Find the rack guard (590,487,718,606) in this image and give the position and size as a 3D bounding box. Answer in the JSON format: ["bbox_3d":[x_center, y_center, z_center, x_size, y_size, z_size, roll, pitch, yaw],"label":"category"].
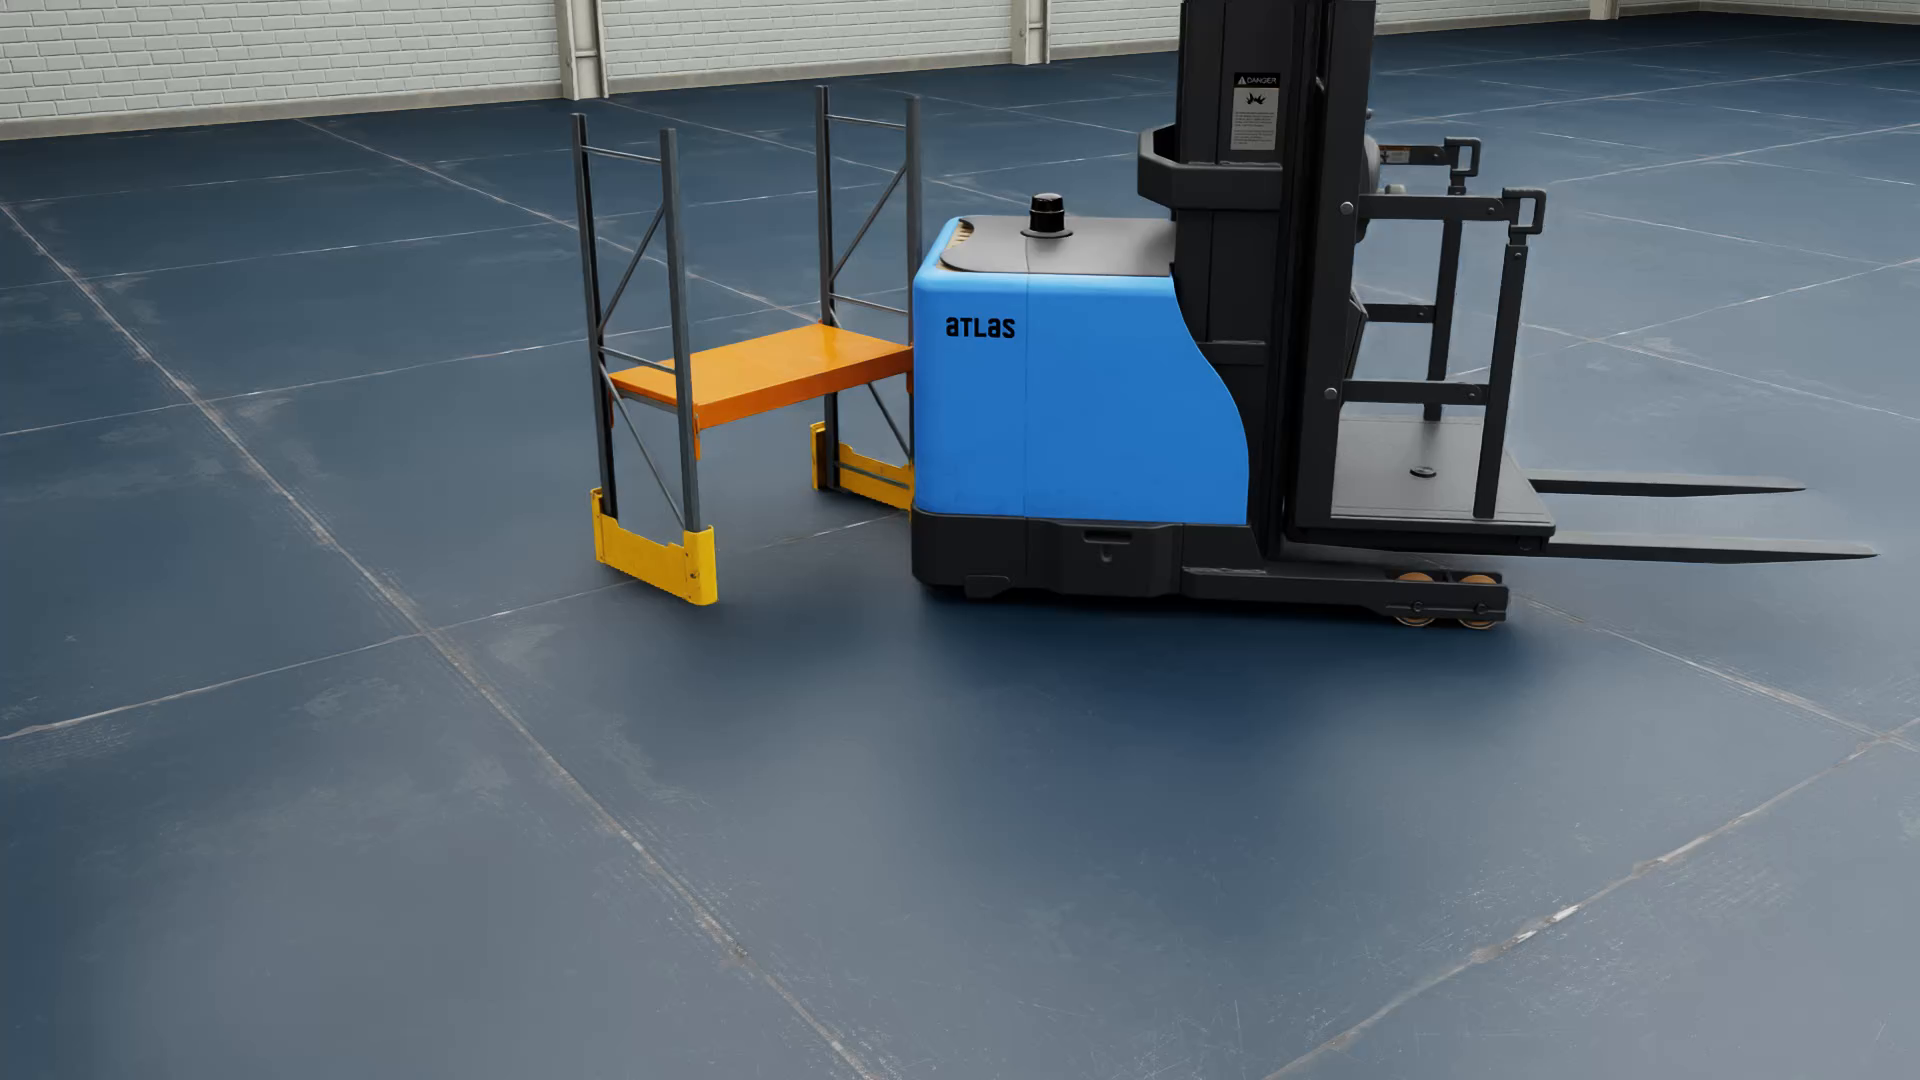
[{"bbox_3d":[-1.021,0.014,5.524,0.587,0.250,0.087,19,29,40],"label":"rack guard"}]

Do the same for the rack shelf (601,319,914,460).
[{"bbox_3d":[-0.672,-0.536,5.701,0.538,0.185,1.000,19,29,40],"label":"rack shelf"}]

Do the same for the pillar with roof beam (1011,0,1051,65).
[{"bbox_3d":[3.398,-8.898,16.054,0.400,9.000,9.100,-15,26,-33],"label":"pillar with roof beam"}]

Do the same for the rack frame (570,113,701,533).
[{"bbox_3d":[-1.022,-0.566,5.292,0.500,1.500,0.032,19,29,40],"label":"rack frame"}]

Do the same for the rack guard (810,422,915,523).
[{"bbox_3d":[-0.335,-0.254,6.195,0.587,0.250,0.087,19,29,40],"label":"rack guard"}]

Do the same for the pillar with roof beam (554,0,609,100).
[{"bbox_3d":[-1.472,-7.600,12.799,0.400,9.000,9.100,-15,26,-33],"label":"pillar with roof beam"}]

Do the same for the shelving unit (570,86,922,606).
[{"bbox_3d":[-0.678,-0.700,5.628,0.587,1.500,1.083,19,29,40],"label":"shelving unit"}]

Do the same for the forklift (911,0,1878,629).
[{"bbox_3d":[1.393,-1.290,5.174,3.031,2.935,1.130,2,22,5],"label":"forklift"}]

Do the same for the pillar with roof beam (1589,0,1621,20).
[{"bbox_3d":[13.139,-11.496,22.563,0.400,9.000,9.100,-15,26,-33],"label":"pillar with roof beam"}]

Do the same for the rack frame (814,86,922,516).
[{"bbox_3d":[-0.322,-0.840,5.977,0.500,1.500,0.032,19,29,40],"label":"rack frame"}]
